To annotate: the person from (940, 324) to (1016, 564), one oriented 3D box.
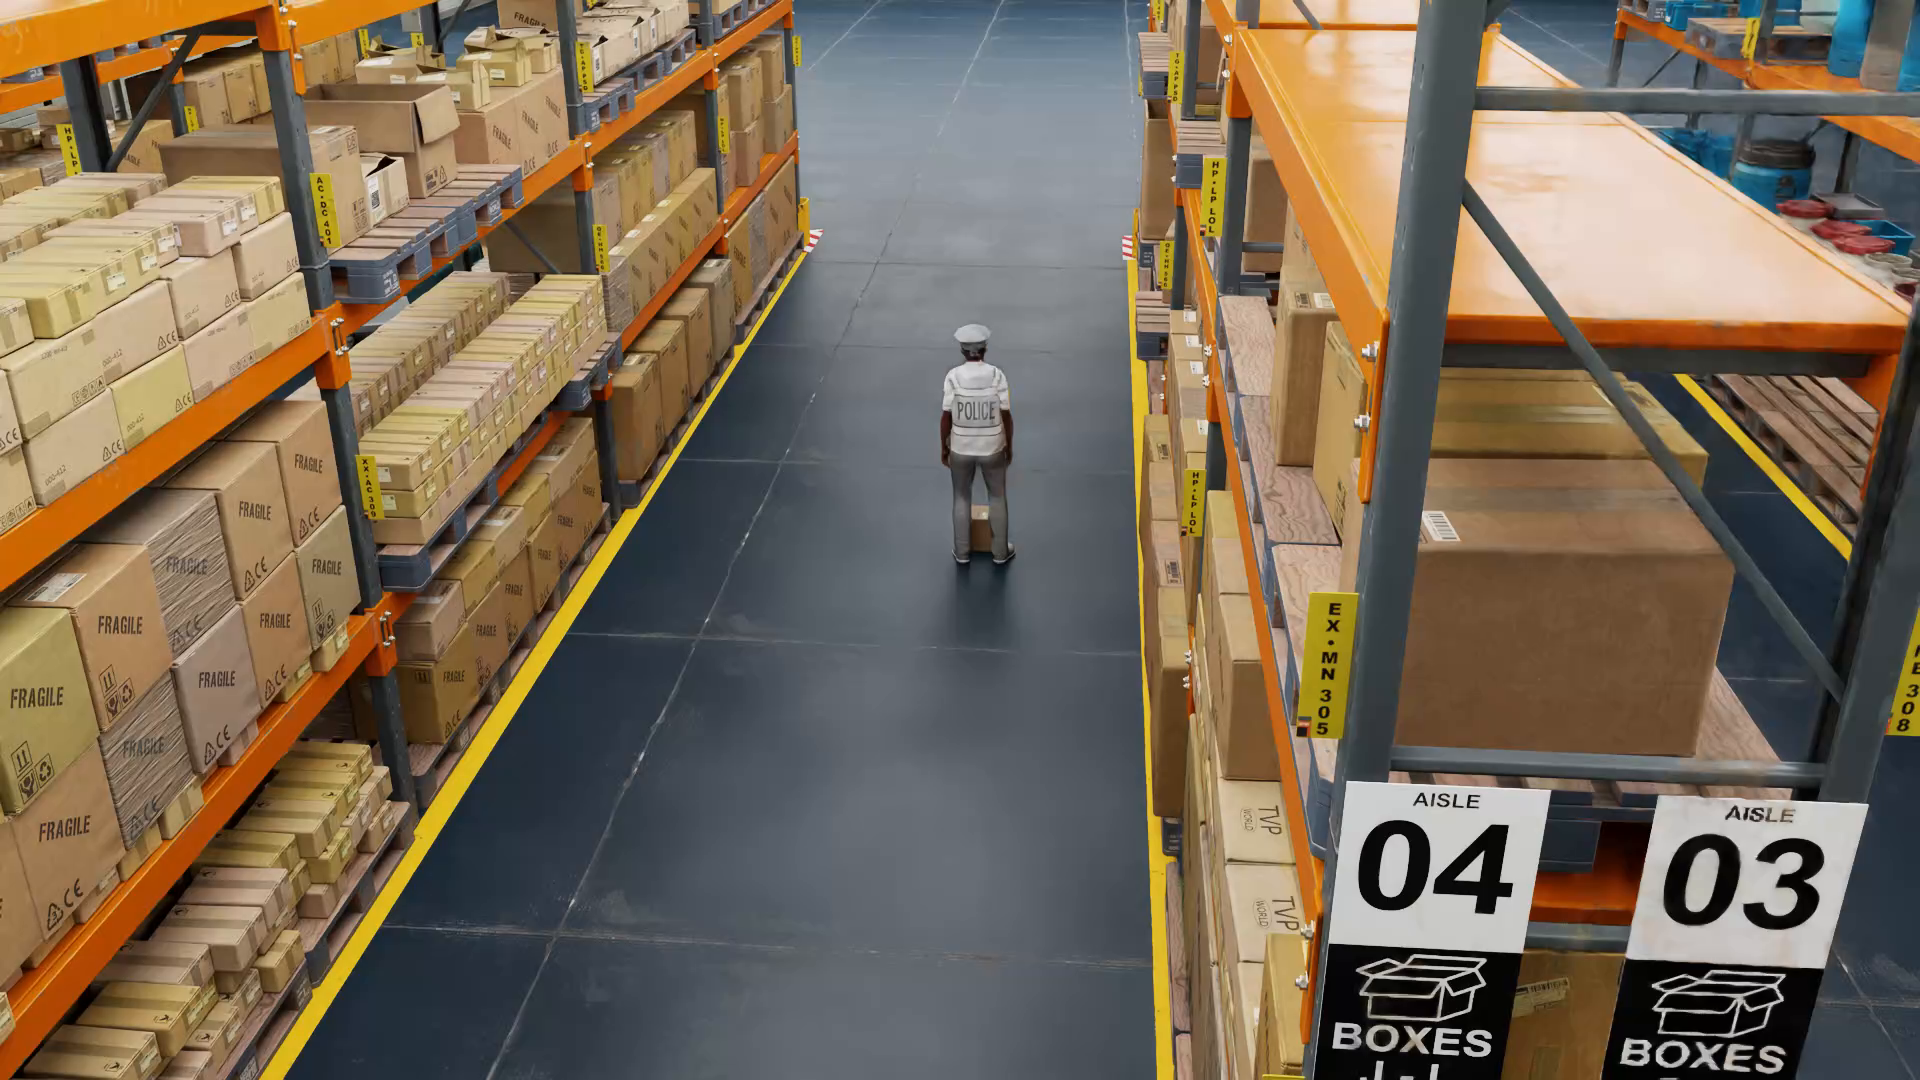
[{"bbox_3d":[0.128,-0.625,11.352,0.526,1.658,0.396,0,25,1],"label":"person"}]
